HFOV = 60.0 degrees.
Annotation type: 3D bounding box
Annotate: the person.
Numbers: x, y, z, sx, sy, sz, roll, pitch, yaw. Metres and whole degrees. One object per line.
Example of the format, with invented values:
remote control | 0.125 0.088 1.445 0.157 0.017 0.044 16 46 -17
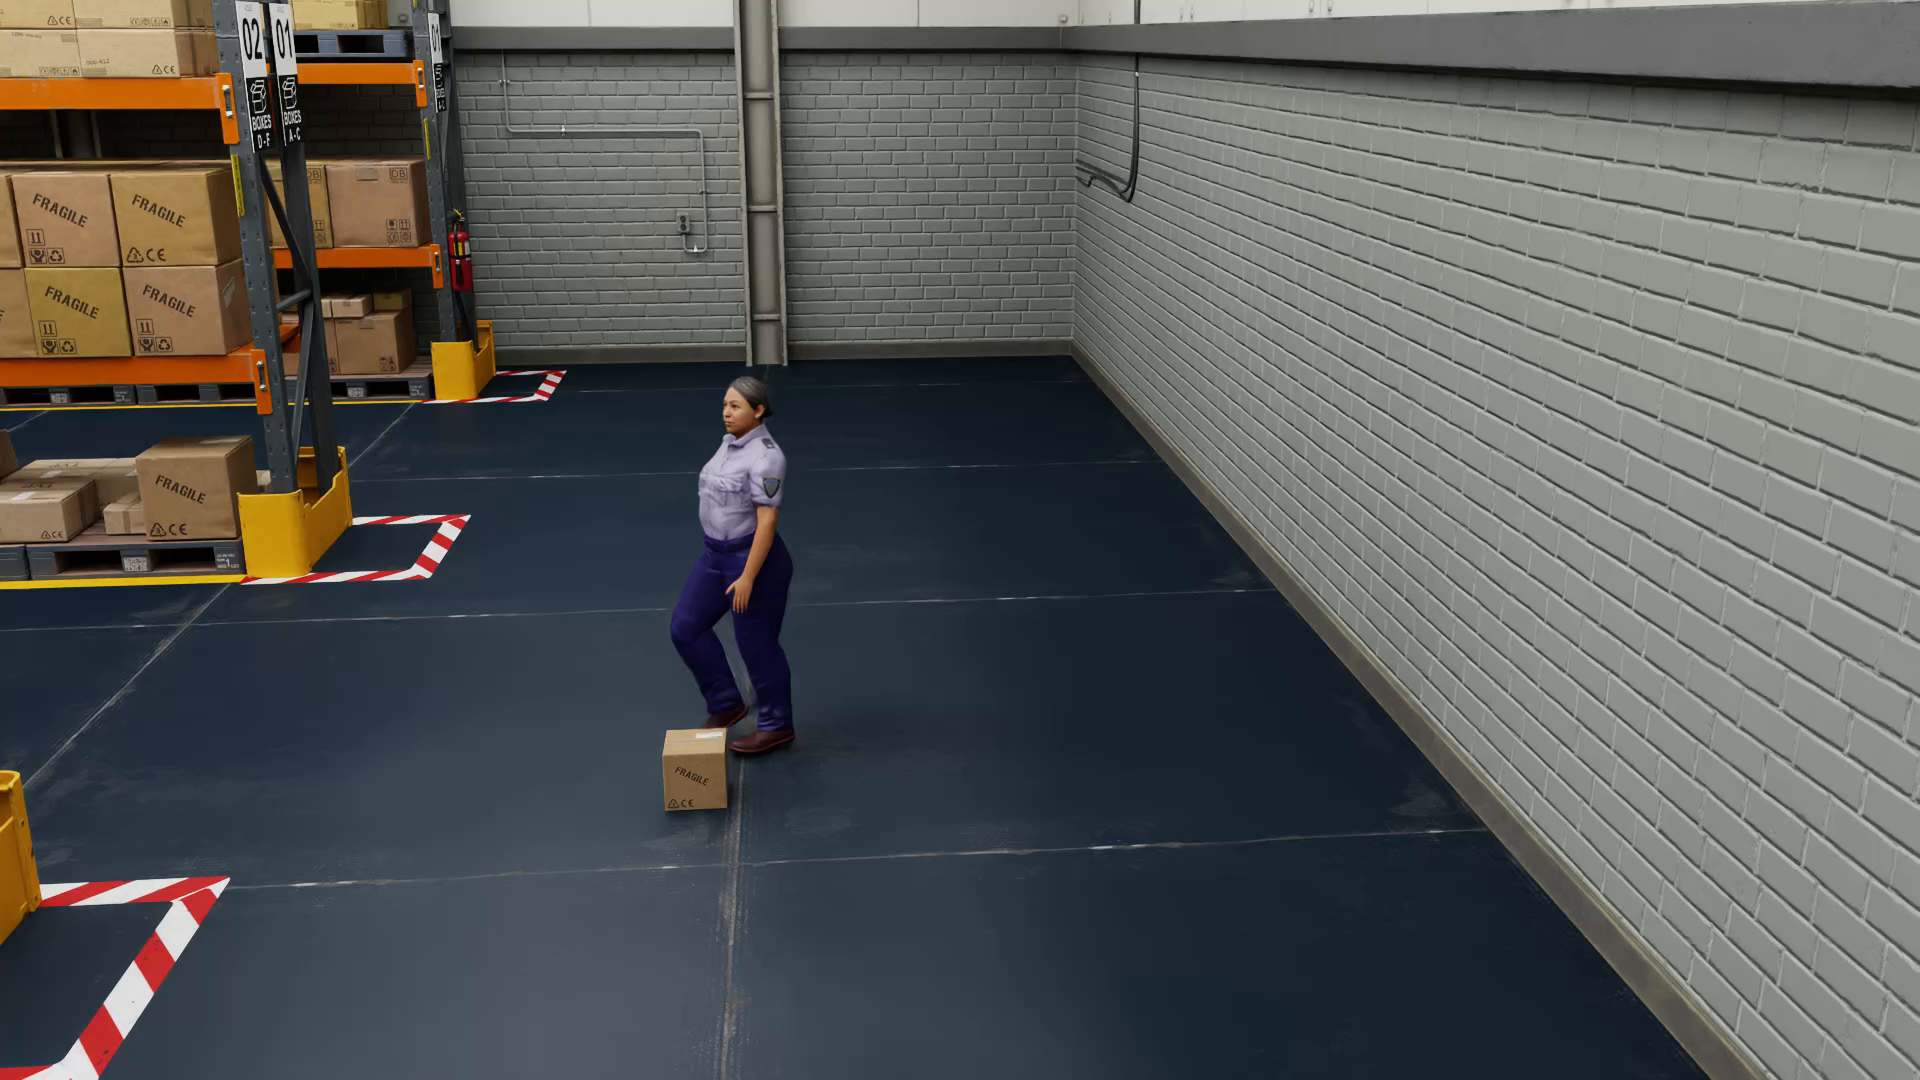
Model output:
person | -0.968 0.144 7.109 0.463 1.658 0.523 -10 20 -31
